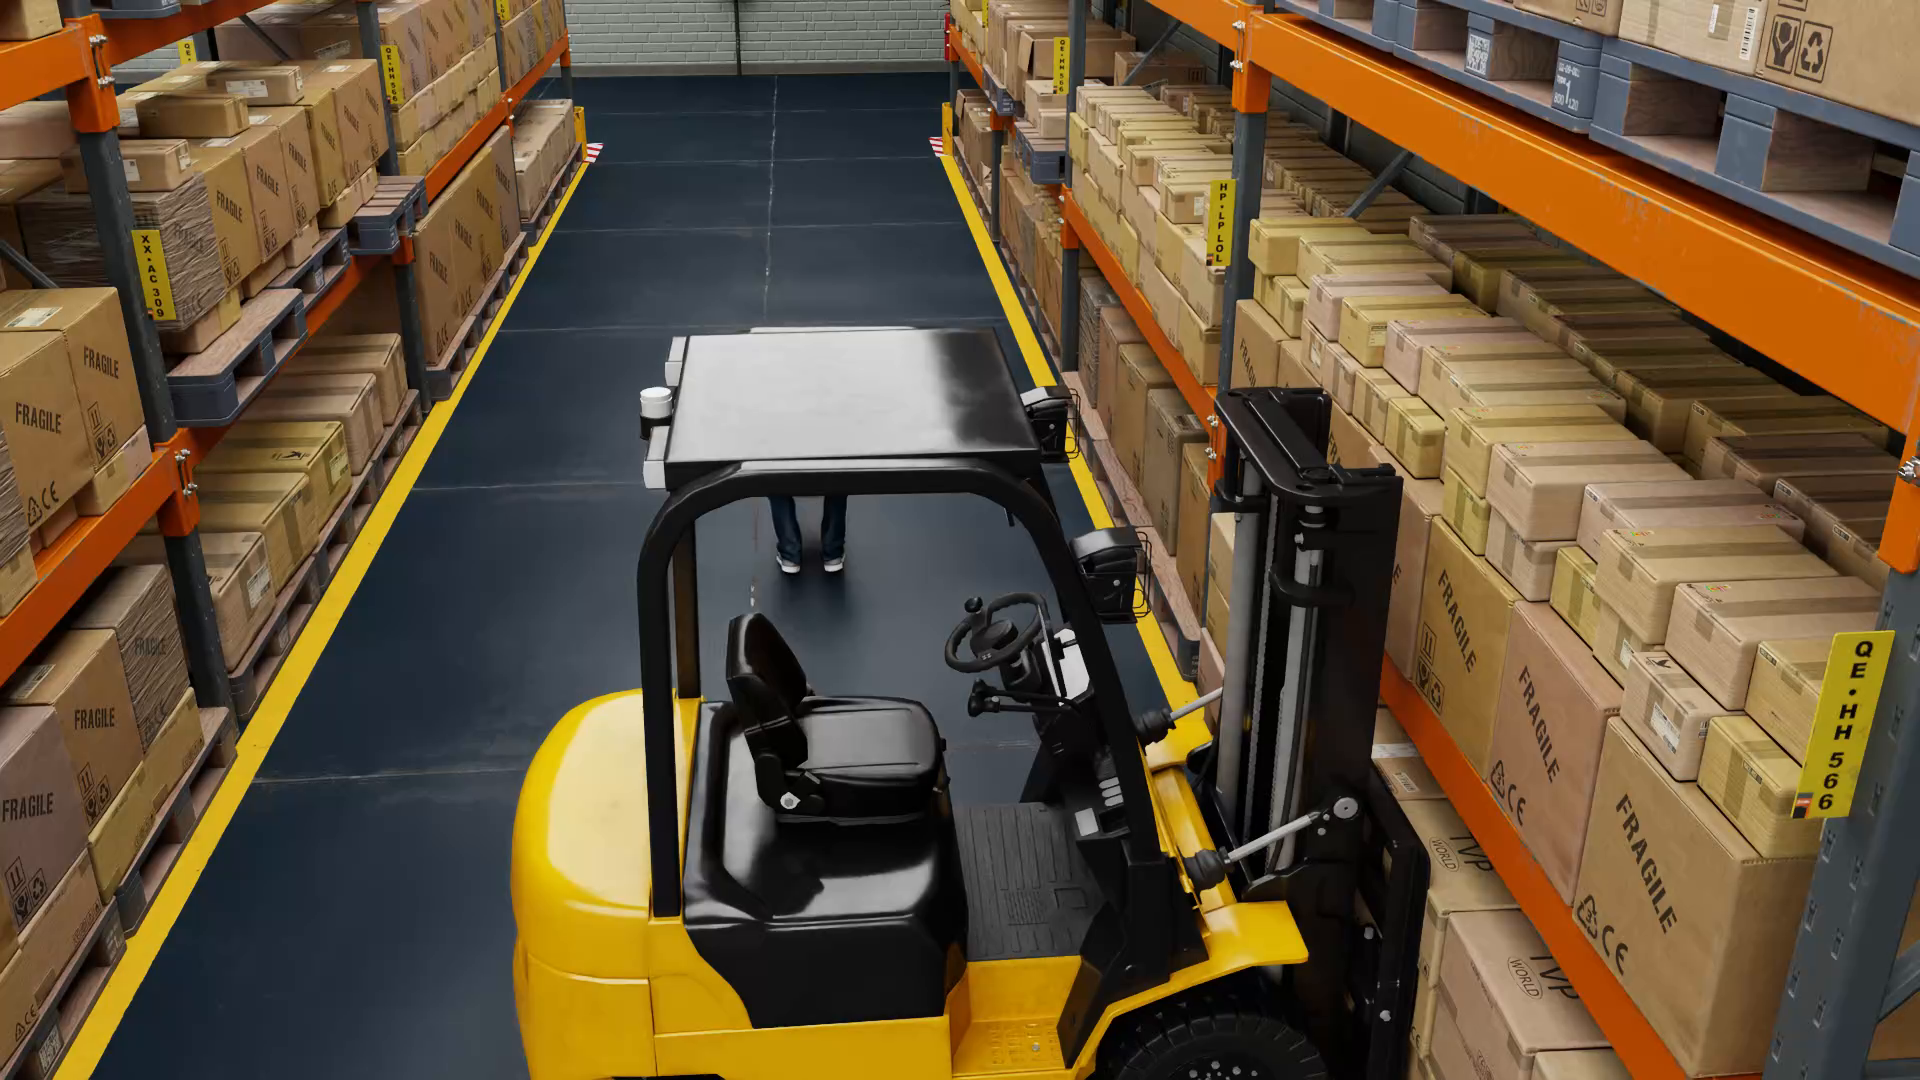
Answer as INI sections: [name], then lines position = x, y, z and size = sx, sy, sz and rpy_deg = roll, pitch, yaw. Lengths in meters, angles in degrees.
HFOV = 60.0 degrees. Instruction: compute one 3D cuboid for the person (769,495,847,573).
[person]
position = -0.761, -0.387, 8.235
size = 0.420, 0.984, 0.861
rpy_deg = -3, 24, -8
